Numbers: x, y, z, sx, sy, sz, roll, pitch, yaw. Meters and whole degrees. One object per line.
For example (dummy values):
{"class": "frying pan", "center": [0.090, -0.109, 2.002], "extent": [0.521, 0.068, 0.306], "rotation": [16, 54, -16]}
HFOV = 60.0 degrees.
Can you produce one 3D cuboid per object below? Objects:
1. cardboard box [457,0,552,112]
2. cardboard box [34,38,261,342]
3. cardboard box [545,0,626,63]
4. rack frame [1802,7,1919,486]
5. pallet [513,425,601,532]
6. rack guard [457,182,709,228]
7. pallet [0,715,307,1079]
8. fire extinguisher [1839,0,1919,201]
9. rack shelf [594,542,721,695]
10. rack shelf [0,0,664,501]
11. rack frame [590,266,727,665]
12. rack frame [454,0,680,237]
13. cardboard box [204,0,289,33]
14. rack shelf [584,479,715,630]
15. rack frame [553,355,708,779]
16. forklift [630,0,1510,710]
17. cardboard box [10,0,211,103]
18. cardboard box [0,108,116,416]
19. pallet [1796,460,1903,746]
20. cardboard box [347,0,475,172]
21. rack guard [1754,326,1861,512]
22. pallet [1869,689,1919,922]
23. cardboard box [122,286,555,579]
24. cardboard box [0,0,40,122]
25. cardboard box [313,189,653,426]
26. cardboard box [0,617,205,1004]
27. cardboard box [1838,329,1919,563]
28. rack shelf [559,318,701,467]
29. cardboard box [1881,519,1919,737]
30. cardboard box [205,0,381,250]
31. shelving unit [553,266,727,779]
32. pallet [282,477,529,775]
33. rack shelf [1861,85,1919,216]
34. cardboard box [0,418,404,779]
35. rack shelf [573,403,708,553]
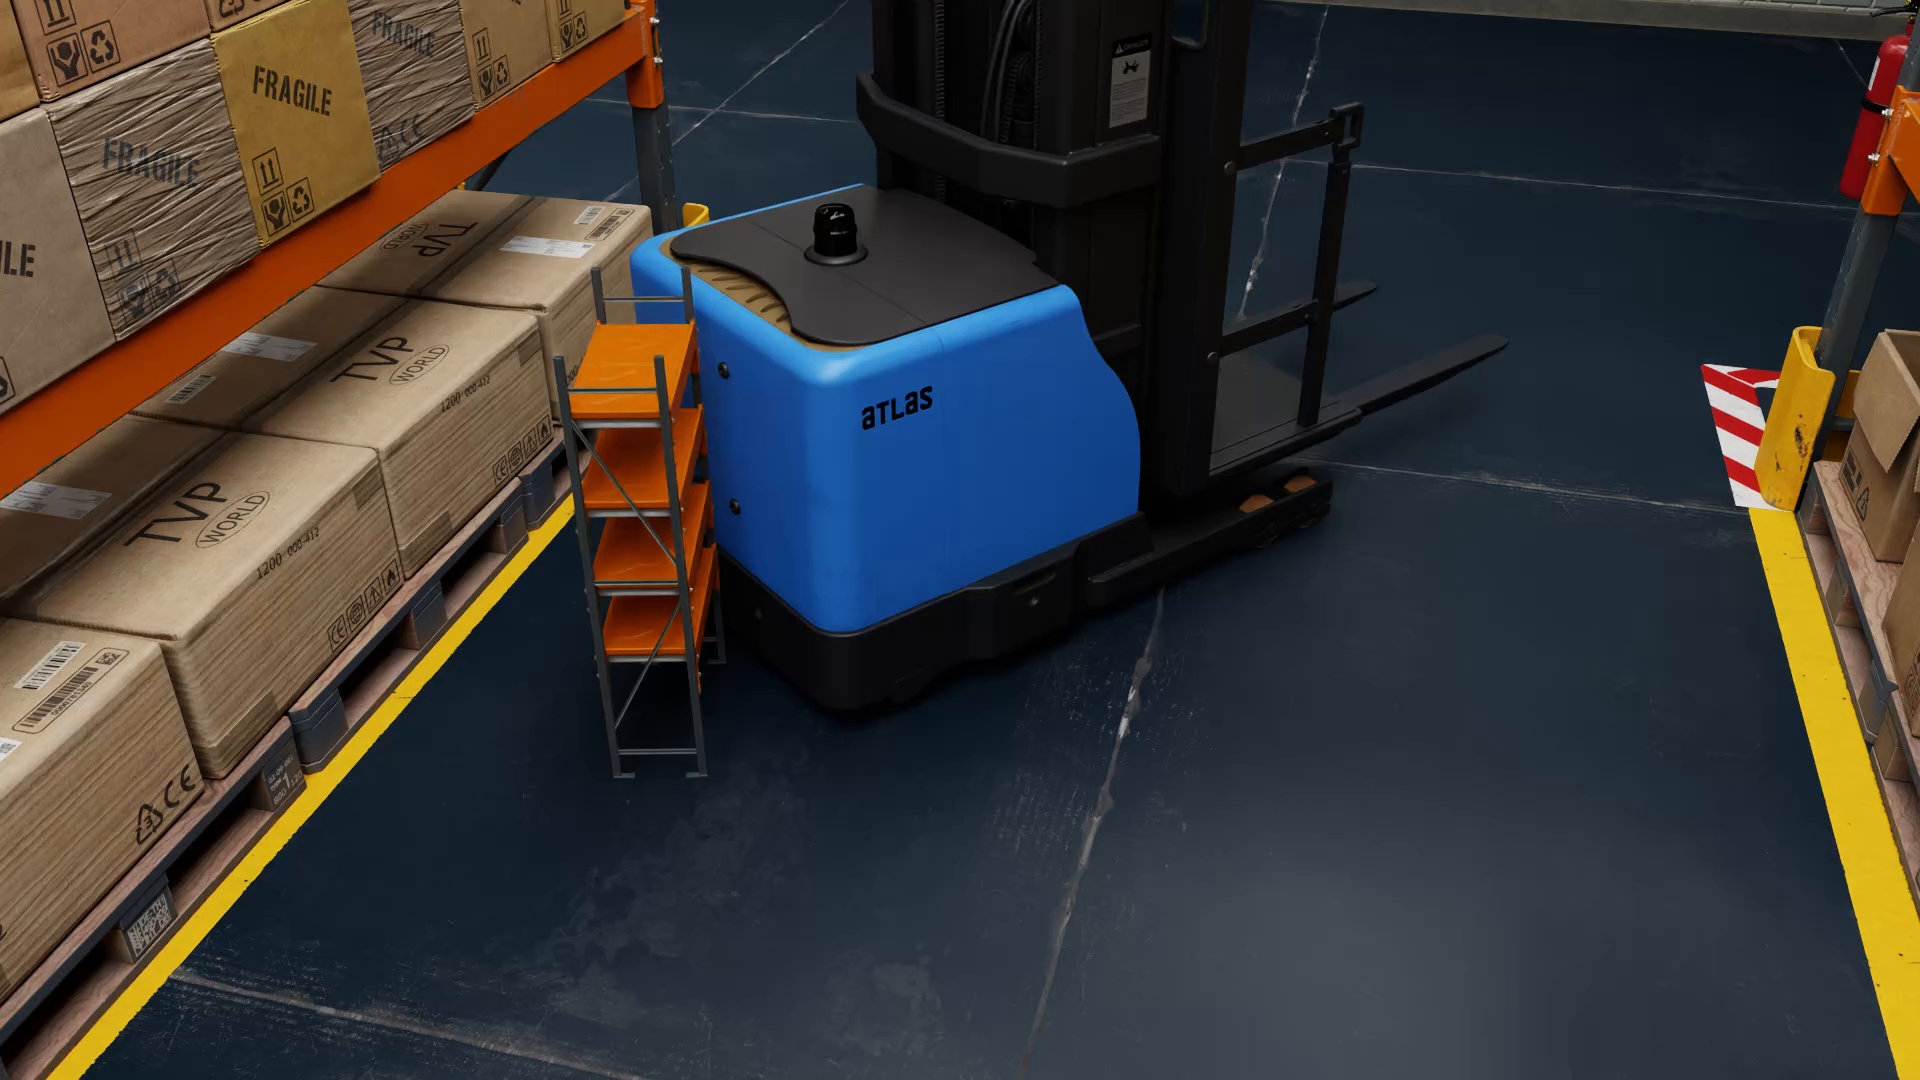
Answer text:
{"class": "cardboard box", "center": [-1.560, -1.590, 4.861], "extent": [0.500, 0.500, 0.500], "rotation": [7, 33, 11]}
{"class": "cardboard box", "center": [-1.930, -0.784, 3.595], "extent": [0.500, 0.500, 0.500], "rotation": [8, 33, 13]}
{"class": "cardboard box", "center": [-1.418, -1.848, 5.268], "extent": [0.500, 0.500, 0.500], "rotation": [8, 33, 13]}
{"class": "rack frame", "center": [3.251, -1.418, 4.685], "extent": [1.000, 3.000, 0.127], "rotation": [8, 33, 12]}
{"class": "pallet", "center": [-1.679, -0.490, 5.824], "extent": [1.003, 0.211, 1.213], "rotation": [8, 33, 12]}
{"class": "rack guard", "center": [-1.545, -1.050, 6.435], "extent": [1.175, 0.500, 0.348], "rotation": [8, 33, 12]}
{"class": "pallet", "center": [-2.298, 0.776, 3.832], "extent": [1.003, 0.211, 1.213], "rotation": [8, 33, 12]}
{"class": "fire extinguisher", "center": [2.841, -1.368, 5.025], "extent": [0.296, 0.674, 0.183], "rotation": [8, 33, 12]}
{"class": "rack shelf", "center": [-0.776, 0.198, 4.316], "extent": [0.258, 0.148, 0.480], "rotation": [-1, 32, -1]}
{"class": "rack shelf", "center": [-2.059, -0.751, 4.306], "extent": [1.077, 0.370, 4.000], "rotation": [8, 33, 12]}
{"class": "rack frame", "center": [-0.780, -0.158, 4.380], "extent": [0.240, 1.200, 0.015], "rotation": [-1, 32, -1]}
{"class": "rack frame", "center": [-1.551, -2.092, 5.745], "extent": [1.000, 3.000, 0.127], "rotation": [8, 33, 12]}
{"class": "cardboard box", "center": [-1.806, -1.482, 3.760], "extent": [0.500, 0.500, 0.500], "rotation": [8, 33, 12]}
{"class": "rack shelf", "center": [-0.776, 0.030, 4.210], "extent": [0.258, 0.148, 0.480], "rotation": [-1, 32, -1]}
{"class": "rack frame", "center": [-0.771, 0.104, 3.968], "extent": [0.240, 1.200, 0.015], "rotation": [-1, 32, -1]}
{"class": "forklift", "center": [0.565, -1.417, 4.747], "extent": [3.031, 2.935, 1.130], "rotation": [-22, 39, -31]}
{"class": "cardboard box", "center": [-1.936, -1.220, 3.348], "extent": [0.500, 0.500, 0.500], "rotation": [9, 33, 13]}
{"class": "cardboard box", "center": [-2.062, -0.527, 3.190], "extent": [0.500, 0.500, 0.500], "rotation": [8, 33, 13]}
{"class": "pallet", "center": [3.030, 0.212, 4.720], "extent": [1.003, 0.211, 1.213], "rotation": [8, 33, 12]}
{"class": "cardboard box", "center": [-1.681, -1.321, 4.439], "extent": [0.500, 0.500, 0.500], "rotation": [9, 34, 14]}
{"class": "rack guard", "center": [3.232, -0.324, 5.294], "extent": [1.175, 0.500, 0.348], "rotation": [8, 33, 12]}
{"class": "pallet", "center": [2.719, 0.843, 3.728], "extent": [1.003, 0.211, 1.213], "rotation": [8, 33, 12]}
{"class": "cardboard box", "center": [-1.846, -0.356, 5.011], "extent": [0.875, 0.438, 0.875], "rotation": [9, 34, 14]}
{"class": "cardboard box", "center": [-2.077, -0.956, 2.933], "extent": [0.500, 0.500, 0.500], "rotation": [8, 33, 12]}
{"class": "cardboard box", "center": [-1.622, -0.832, 5.760], "extent": [0.875, 0.438, 0.875], "rotation": [7, 33, 11]}
{"class": "cardboard box", "center": [-2.303, 0.576, 3.544], "extent": [0.875, 0.438, 0.875], "rotation": [8, 33, 12]}
{"class": "cardboard box", "center": [3.004, -0.238, 4.763], "extent": [0.797, 0.503, 0.637], "rotation": [7, 33, 10]}
{"class": "rack shelf", "center": [-0.776, -0.358, 3.963], "extent": [0.258, 0.148, 0.480], "rotation": [-1, 32, -1]}
{"class": "cardboard box", "center": [2.749, 0.202, 4.075], "extent": [0.700, 0.500, 0.500], "rotation": [9, 34, 14]}
{"class": "cardboard box", "center": [-1.799, -1.052, 4.015], "extent": [0.500, 0.500, 0.500], "rotation": [9, 34, 14]}
{"class": "shelving unit", "center": [-0.776, -0.027, 4.174], "extent": [0.258, 1.200, 0.503], "rotation": [-1, 32, -1]}
{"class": "pallet", "center": [-1.990, 0.141, 4.831], "extent": [1.003, 0.211, 1.213], "rotation": [8, 33, 12]}
{"class": "rack shelf", "center": [2.743, -0.077, 3.246], "extent": [1.077, 0.370, 4.000], "rotation": [8, 33, 12]}
{"class": "cardboard box", "center": [-2.077, 0.112, 4.275], "extent": [0.875, 0.438, 0.875], "rotation": [7, 33, 11]}
{"class": "rack shelf", "center": [-0.776, -0.159, 4.090], "extent": [0.258, 0.148, 0.480], "rotation": [-1, 32, -1]}
